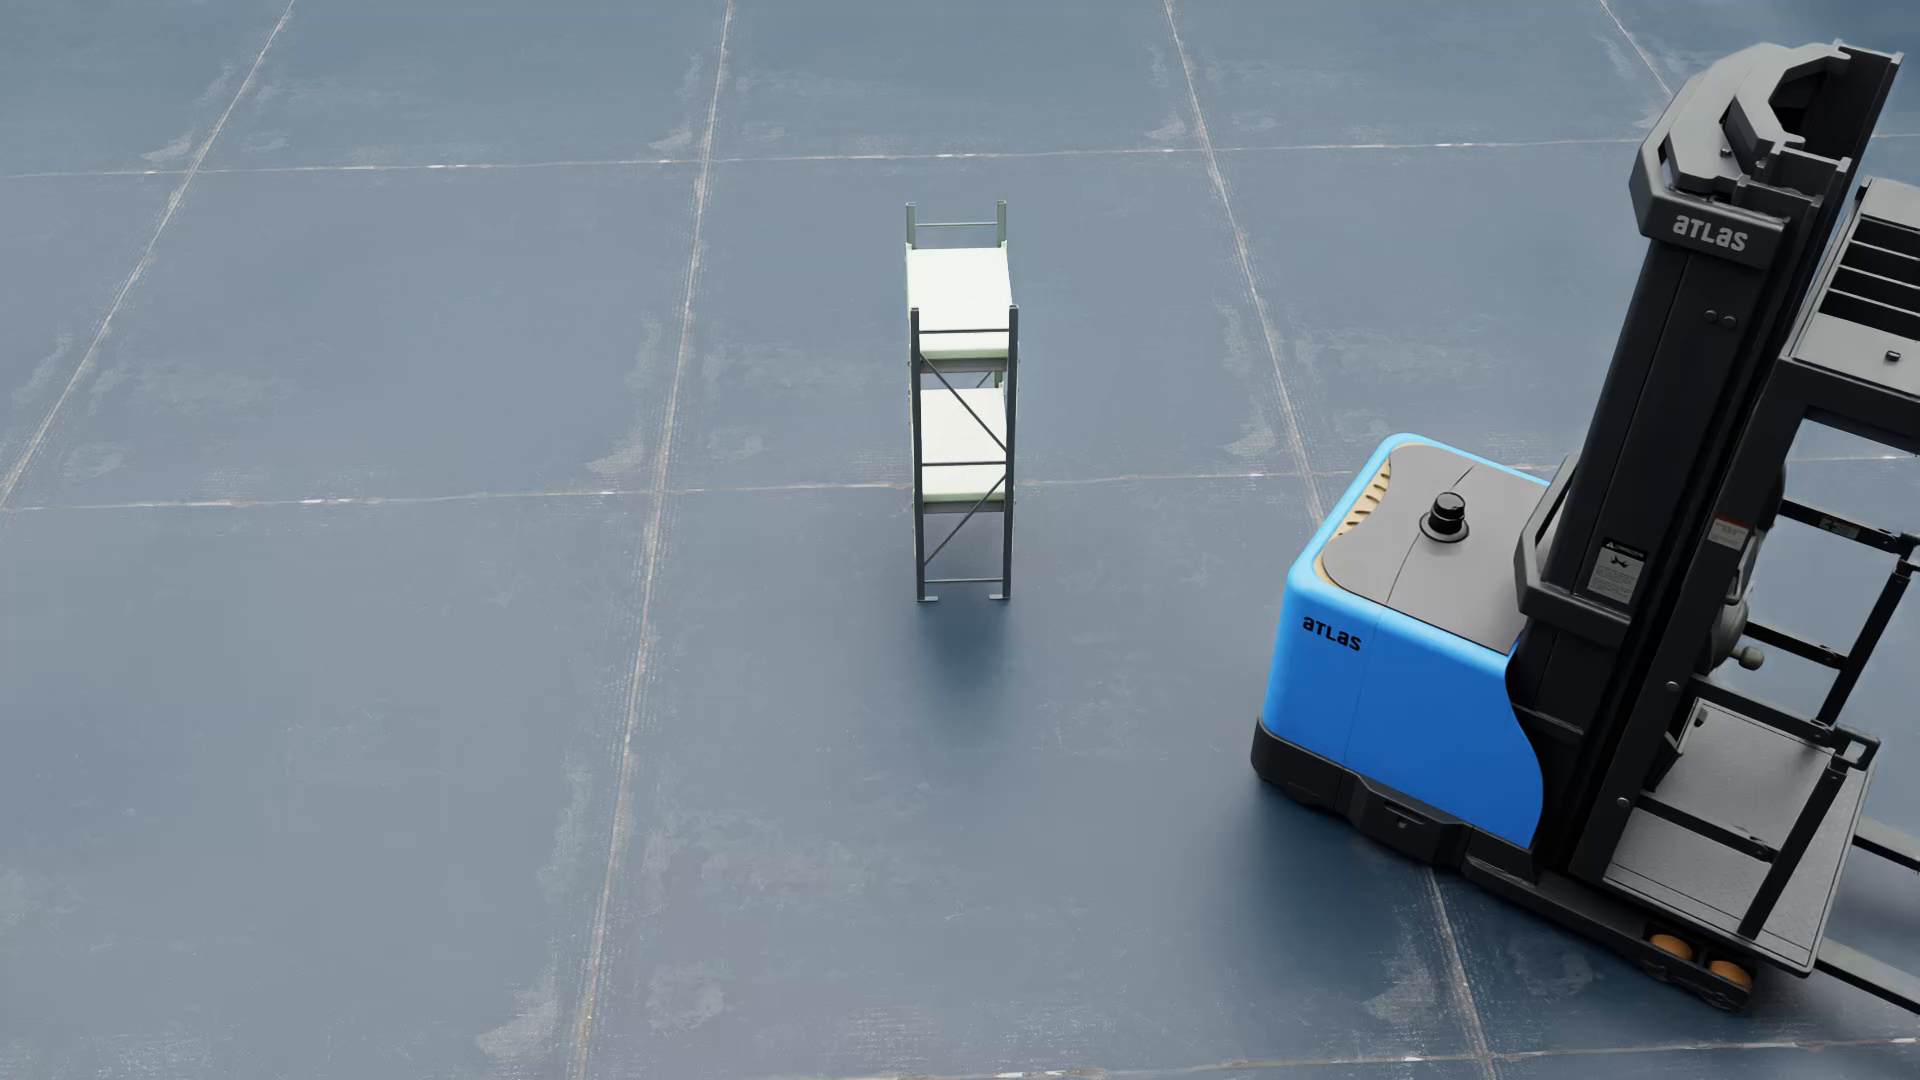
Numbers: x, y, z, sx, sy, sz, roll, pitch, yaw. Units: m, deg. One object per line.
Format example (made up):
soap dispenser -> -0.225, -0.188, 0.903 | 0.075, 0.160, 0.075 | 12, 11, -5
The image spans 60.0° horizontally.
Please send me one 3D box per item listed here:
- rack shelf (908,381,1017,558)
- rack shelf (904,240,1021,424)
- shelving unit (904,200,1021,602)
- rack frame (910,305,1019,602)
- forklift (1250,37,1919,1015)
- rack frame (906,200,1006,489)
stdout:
rack shelf -> 0.000, -0.308, 7.108 | 0.431, 0.370, 0.720 | -2, 43, -2
rack shelf -> 0.000, -0.836, 6.624 | 0.431, 0.370, 0.720 | -2, 43, -2
shelving unit -> 0.000, -0.548, 6.888 | 0.431, 1.500, 0.755 | -2, 43, -2
rack frame -> 0.016, -0.301, 6.618 | 0.400, 1.500, 0.023 | -2, 43, -2
forklift -> 2.629, 0.099, 5.123 | 3.031, 2.935, 1.130 | 24, 48, 24
rack frame -> -0.015, -0.795, 7.158 | 0.400, 1.500, 0.023 | -2, 43, -2
